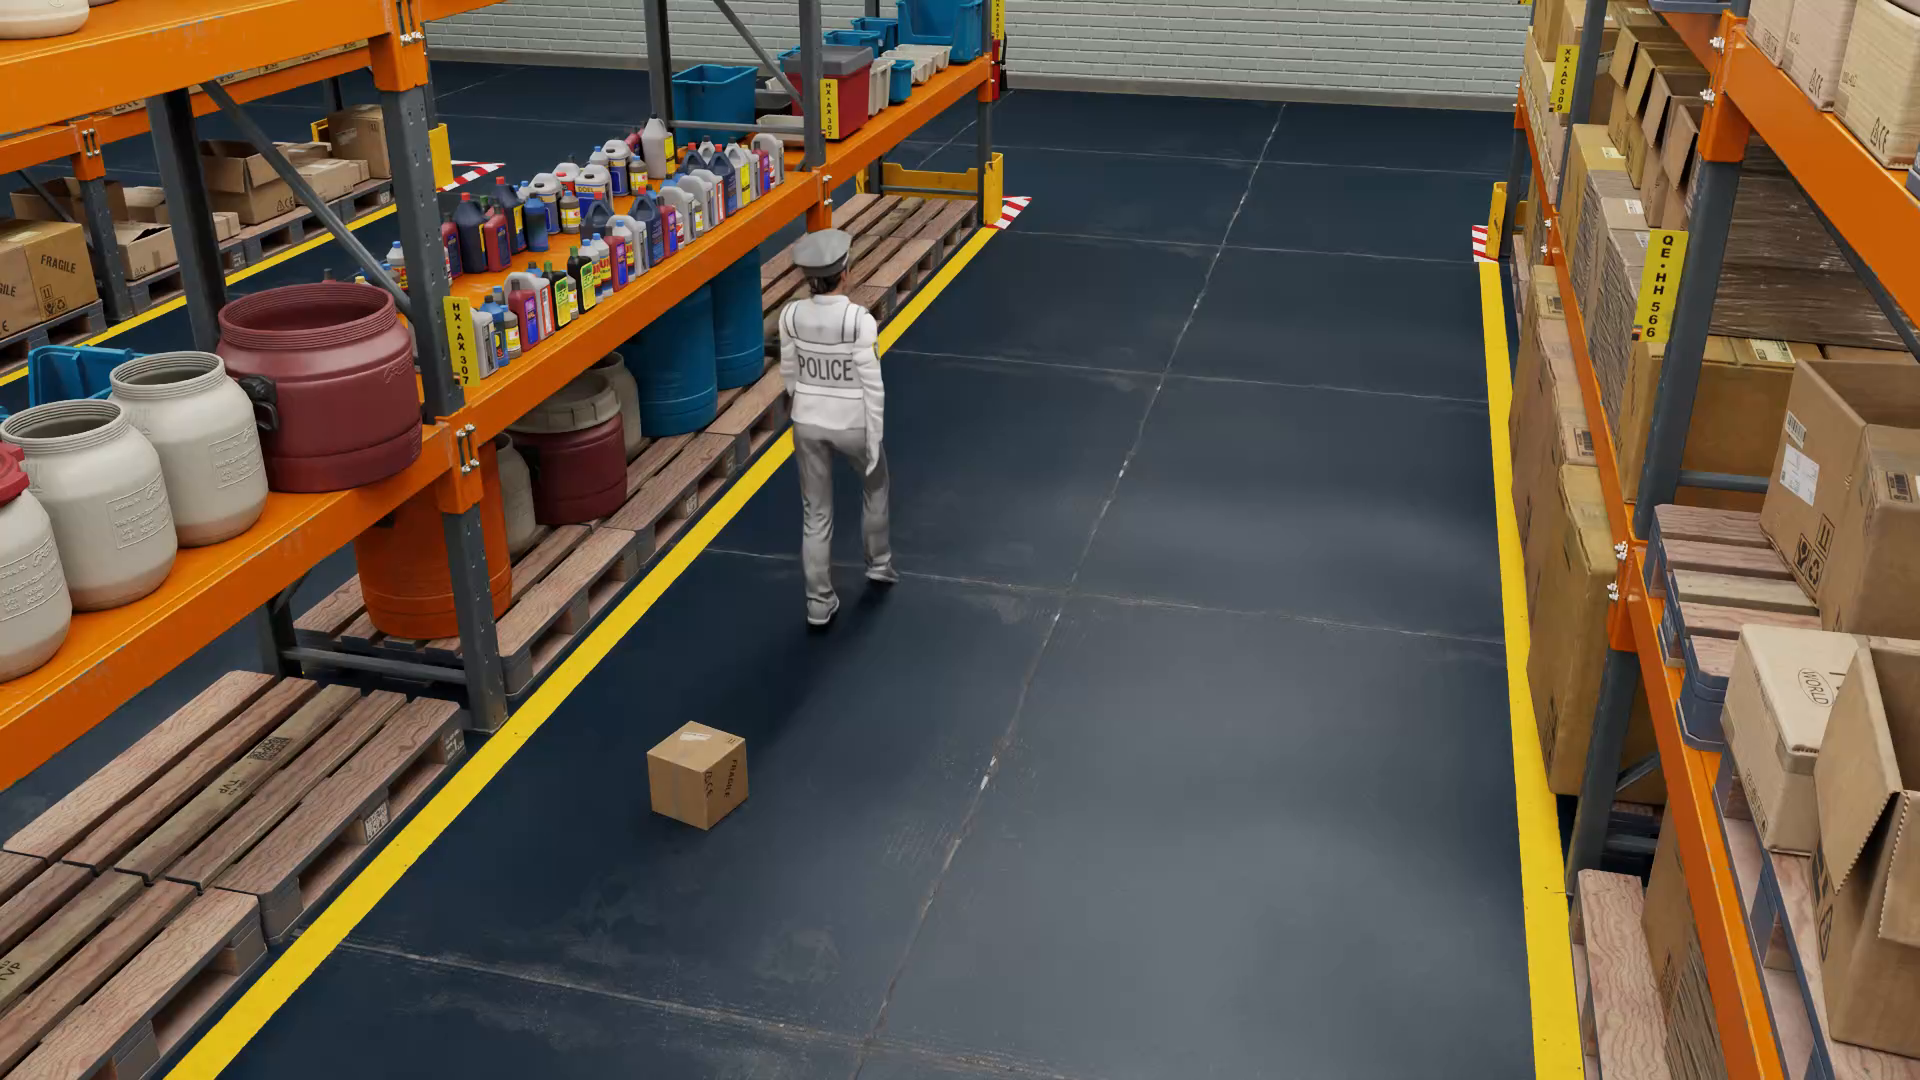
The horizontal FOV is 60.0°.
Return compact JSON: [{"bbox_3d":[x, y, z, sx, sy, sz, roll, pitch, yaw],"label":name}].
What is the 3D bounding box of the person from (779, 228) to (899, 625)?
[{"bbox_3d":[-0.522,-0.473,7.098,0.498,1.732,0.686,6,26,12],"label":"person"}]
